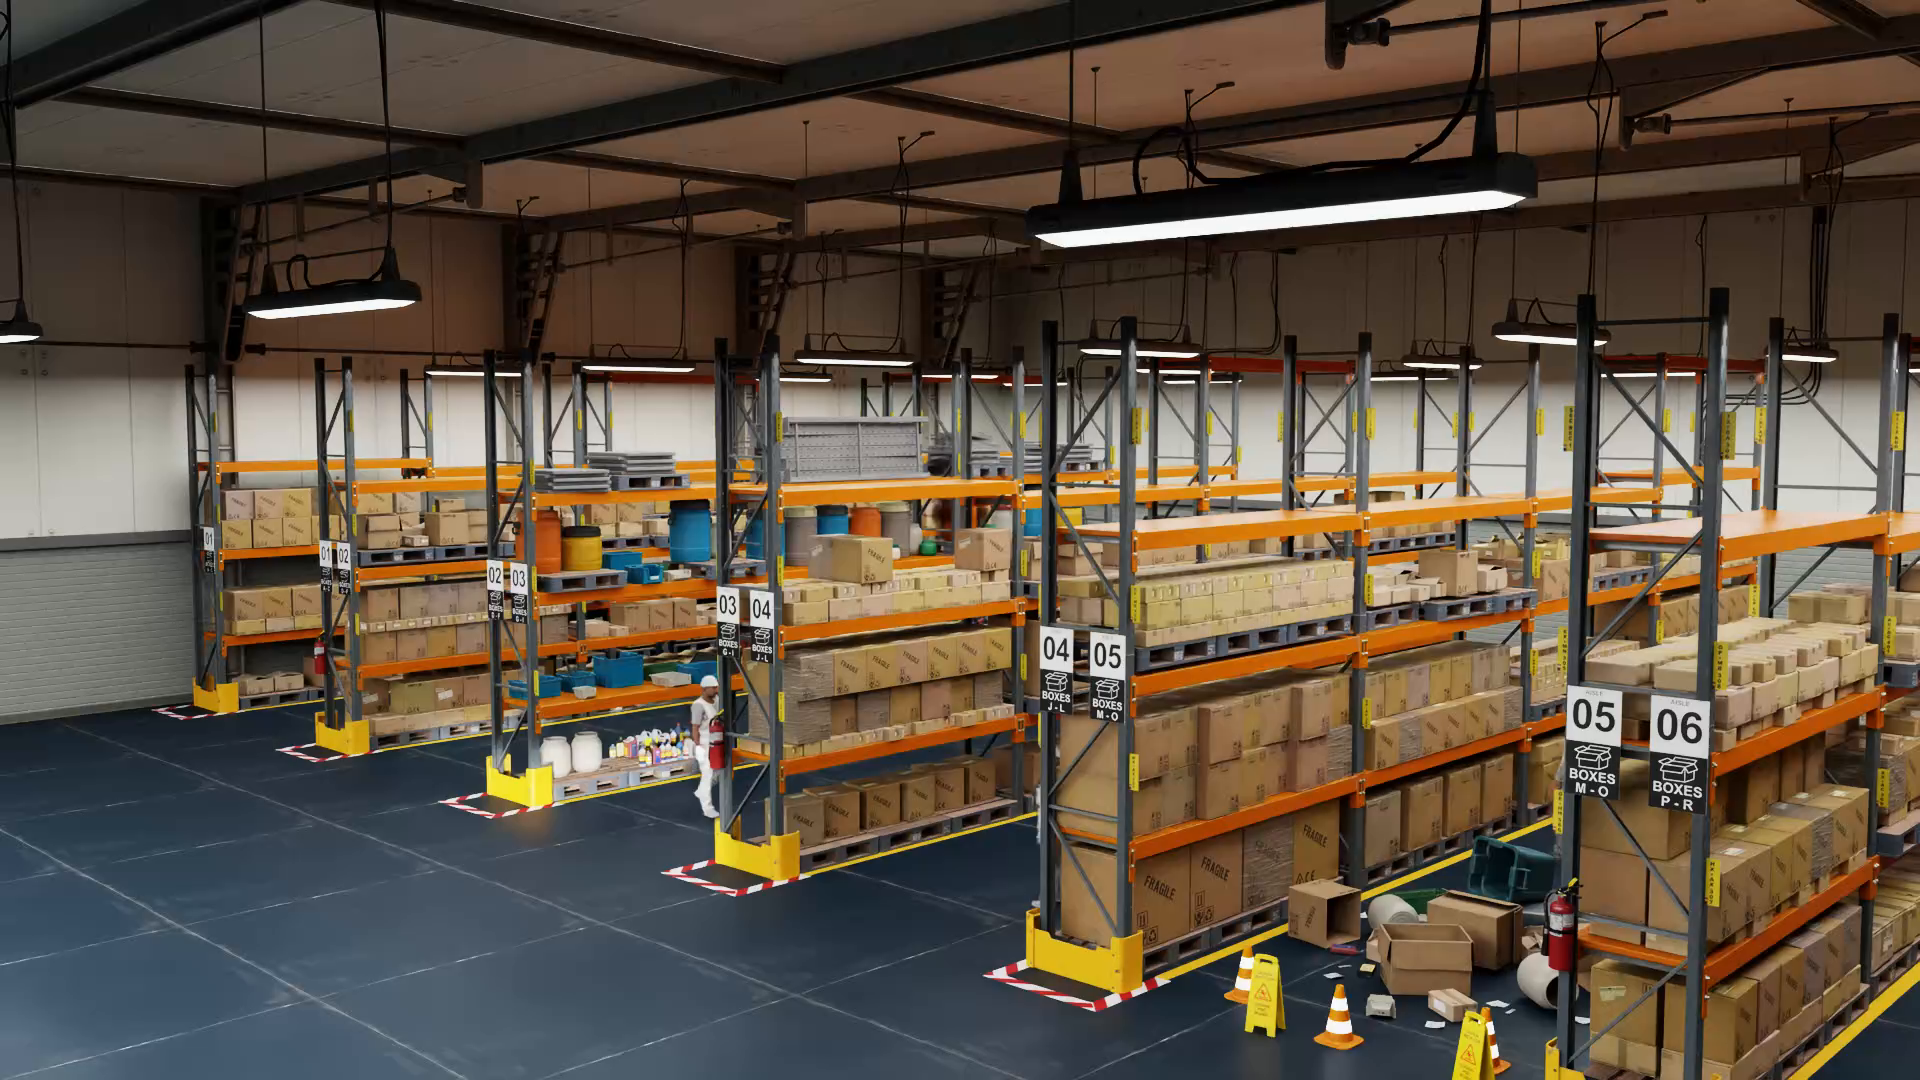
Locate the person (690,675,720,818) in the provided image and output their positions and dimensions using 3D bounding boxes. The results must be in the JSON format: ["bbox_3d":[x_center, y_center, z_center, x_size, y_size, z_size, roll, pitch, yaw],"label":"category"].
[{"bbox_3d":[-3.209,2.629,21.410,0.620,1.776,0.649,2,5,28],"label":"person"}]

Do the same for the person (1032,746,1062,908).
[{"bbox_3d":[0.962,2.986,17.375,0.376,1.685,0.530,3,5,33],"label":"person"}]

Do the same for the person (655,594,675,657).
[{"bbox_3d":[-5.847,1.840,33.104,0.476,1.606,0.398,-1,5,-15],"label":"person"}]

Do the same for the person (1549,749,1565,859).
[{"bbox_3d":[7.129,2.818,19.213,0.644,1.774,0.459,0,4,-5],"label":"person"}]
